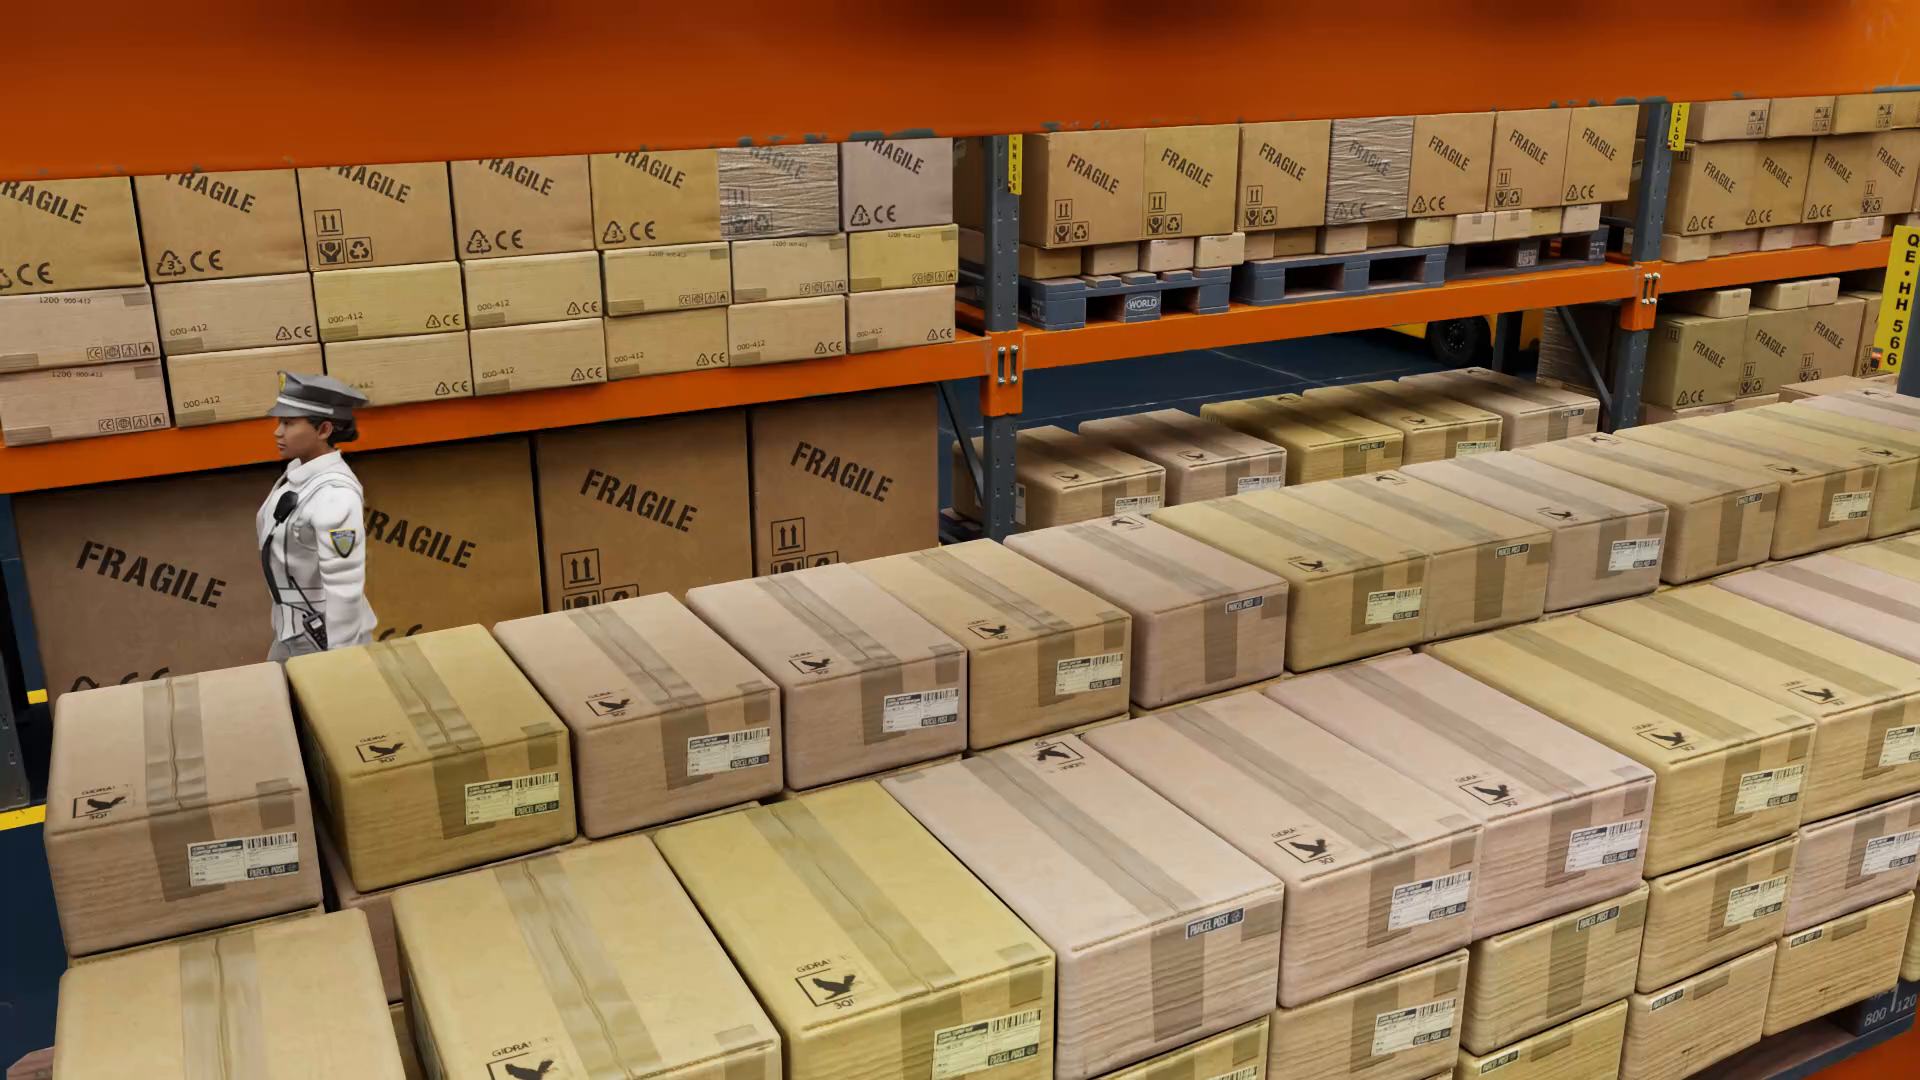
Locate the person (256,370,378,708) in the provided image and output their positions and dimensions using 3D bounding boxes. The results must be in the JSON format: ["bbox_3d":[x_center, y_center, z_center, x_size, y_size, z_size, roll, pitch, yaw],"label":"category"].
[{"bbox_3d":[-1.906,0.298,5.062,0.511,1.677,0.488,-10,21,-27],"label":"person"}]
